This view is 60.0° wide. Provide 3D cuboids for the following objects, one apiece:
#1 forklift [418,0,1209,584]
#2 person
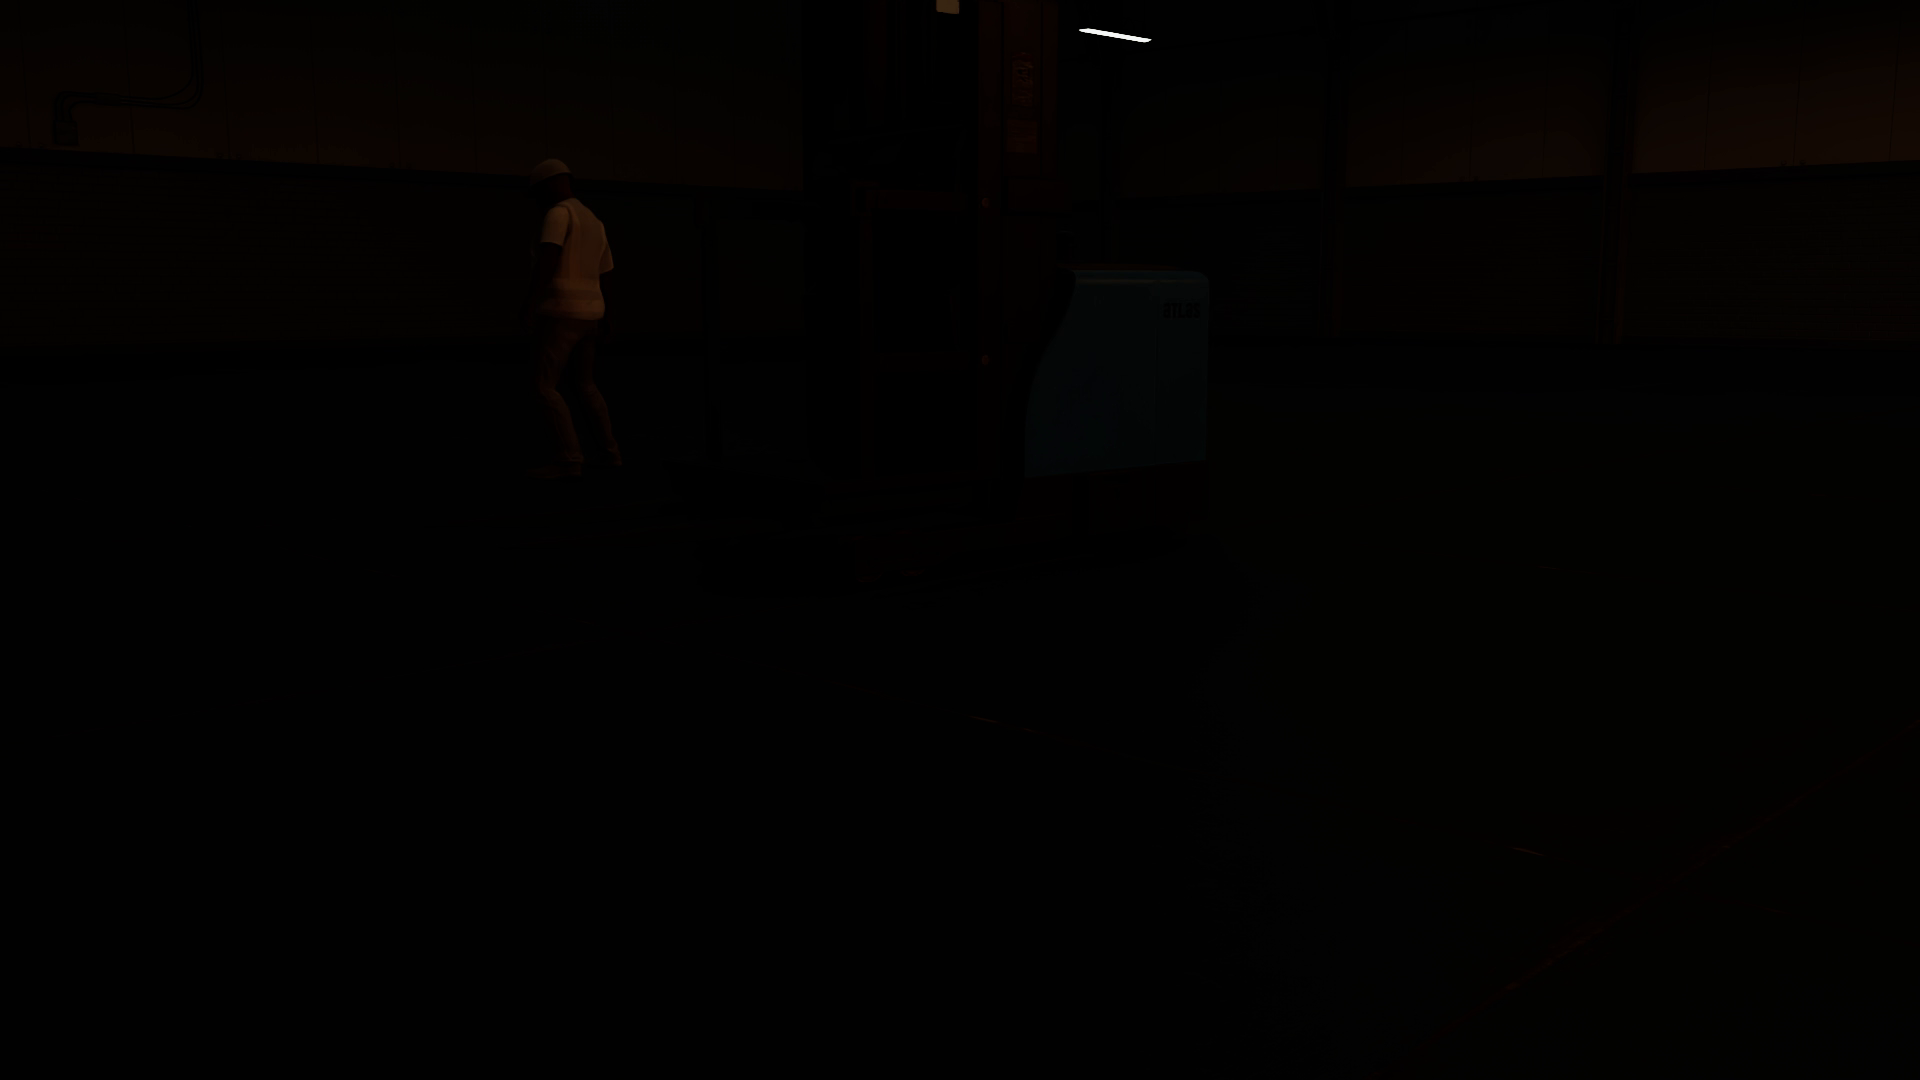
[{"bbox_3d":[-0.437,-1.387,6.083,3.031,2.935,1.130,-7,11,-39],"label":"forklift"},{"bbox_3d":[-2.174,-1.212,9.093,0.439,1.718,0.977,2,9,13],"label":"person"}]
